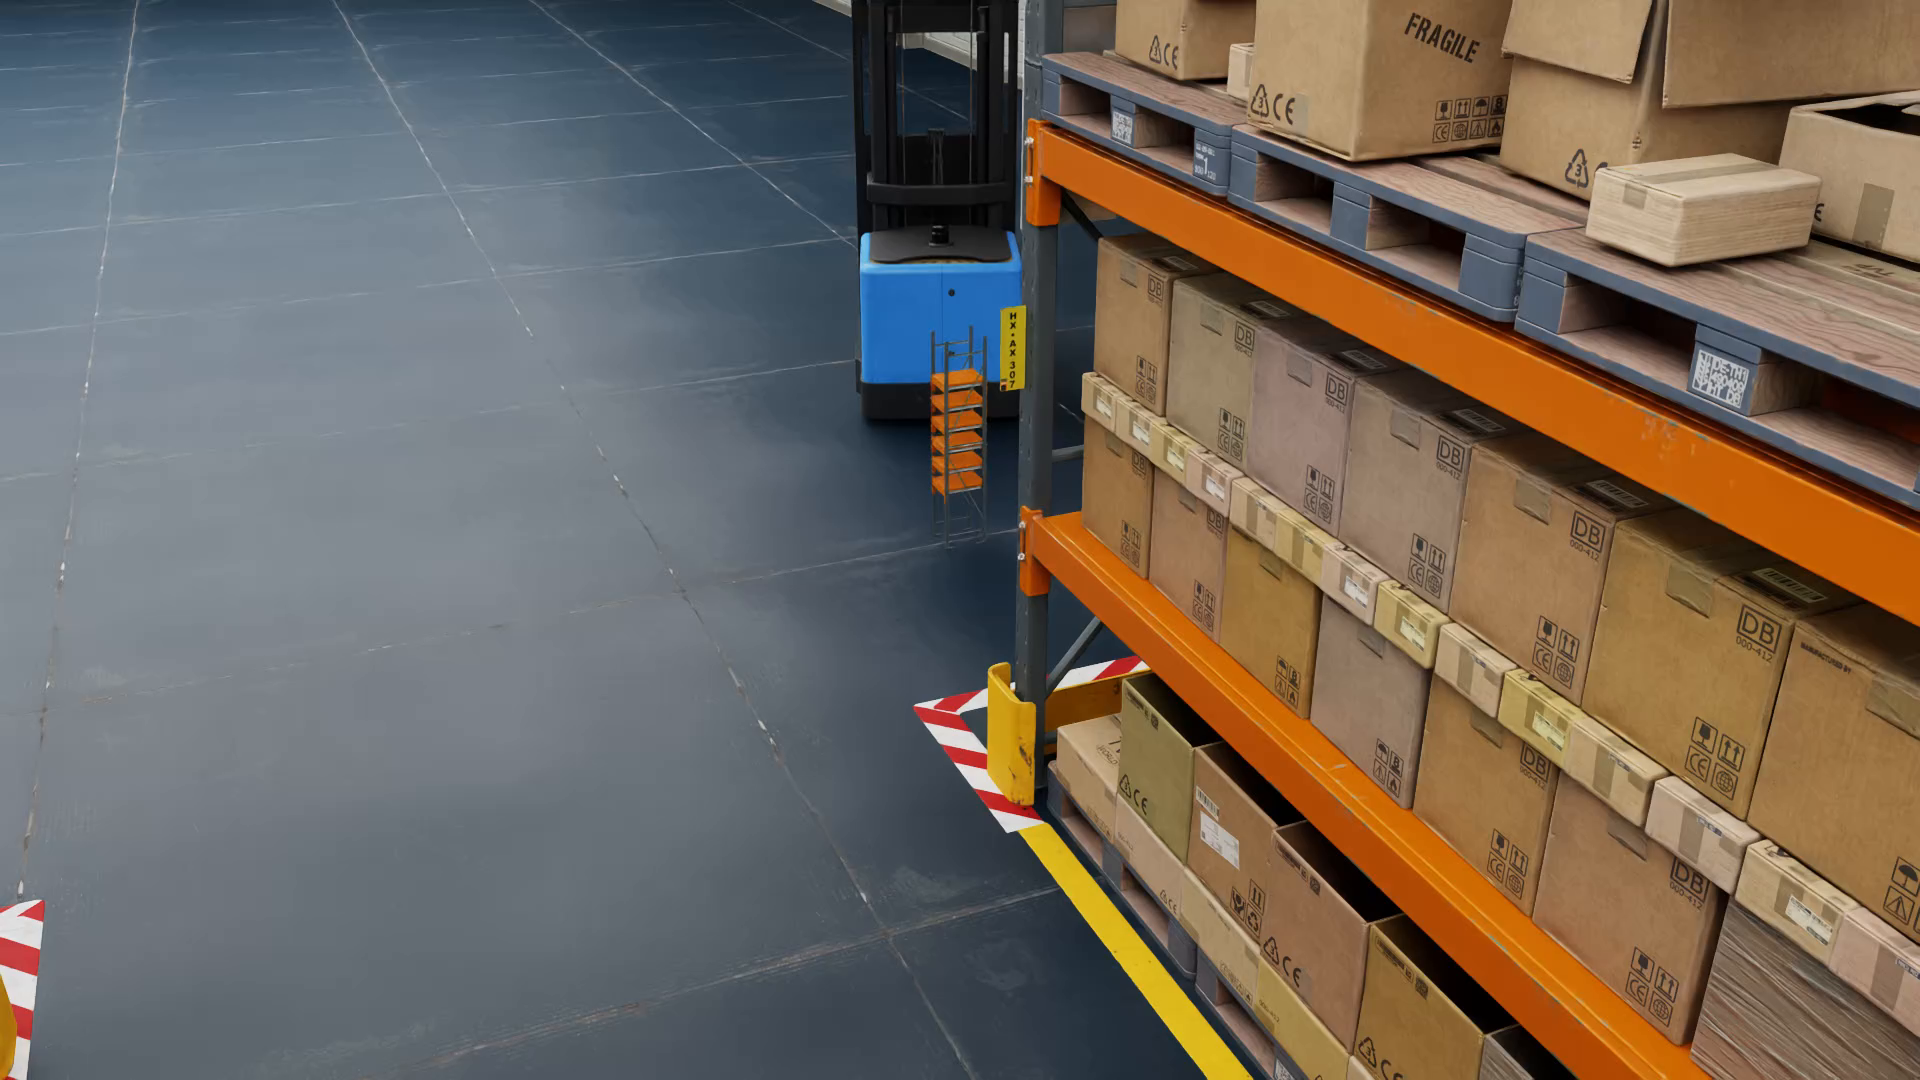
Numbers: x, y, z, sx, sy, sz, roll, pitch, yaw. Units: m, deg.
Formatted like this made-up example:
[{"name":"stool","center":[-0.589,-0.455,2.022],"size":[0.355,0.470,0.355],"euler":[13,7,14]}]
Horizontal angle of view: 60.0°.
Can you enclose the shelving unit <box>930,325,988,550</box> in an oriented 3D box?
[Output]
[{"name":"shelving unit","center":[-0.006,-0.545,8.999],"size":[0.258,1.200,0.189],"euler":[-11,28,-21]}]

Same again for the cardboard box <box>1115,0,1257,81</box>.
[{"name":"cardboard box","center":[0.933,-1.797,5.337],"size":[0.797,0.503,0.637],"euler":[-9,27,-17]}]

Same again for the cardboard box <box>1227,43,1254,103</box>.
[{"name":"cardboard box","center":[1.010,-1.365,4.857],"size":[0.380,0.149,0.250],"euler":[-11,28,-21]}]

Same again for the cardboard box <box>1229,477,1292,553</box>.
[{"name":"cardboard box","center":[1.073,-0.108,5.200],"size":[0.380,0.149,0.250],"euler":[-12,28,-22]}]

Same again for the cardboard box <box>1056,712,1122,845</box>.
[{"name":"cardboard box","center":[0.717,0.918,6.607],"size":[0.500,0.250,0.500],"euler":[-11,28,-21]}]

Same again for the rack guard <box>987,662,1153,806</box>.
[{"name":"rack guard","center":[0.702,0.730,7.186],"size":[1.175,0.500,0.348],"euler":[-11,28,-21]}]

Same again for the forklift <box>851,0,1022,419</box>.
[{"name":"forklift","center":[-0.174,-2.699,11.438],"size":[1.130,2.935,3.031],"euler":[-1,26,-2]}]

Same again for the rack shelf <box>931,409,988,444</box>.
[{"name":"rack shelf","center":[-0.006,-0.613,8.966],"size":[0.258,0.103,0.180],"euler":[-11,28,-21]}]

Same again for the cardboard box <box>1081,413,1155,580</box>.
[{"name":"cardboard box","center":[0.882,-0.238,6.205],"size":[0.700,0.500,0.500],"euler":[-11,28,-21]}]

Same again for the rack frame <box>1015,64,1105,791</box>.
[{"name":"rack frame","center":[0.711,-0.384,6.617],"size":[1.000,3.000,0.127],"euler":[-11,28,-21]}]

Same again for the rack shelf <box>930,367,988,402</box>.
[{"name":"rack shelf","center":[-0.006,-0.829,8.860],"size":[0.258,0.103,0.180],"euler":[-11,28,-21]}]

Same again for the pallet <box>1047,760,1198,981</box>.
[{"name":"pallet","center":[1.049,1.171,6.611],"size":[1.003,0.211,1.213],"euler":[-11,28,-21]}]

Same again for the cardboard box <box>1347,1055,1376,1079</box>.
[{"name":"cardboard box","center":[1.499,1.725,4.953],"size":[0.500,0.250,0.500],"euler":[-11,28,-21]}]

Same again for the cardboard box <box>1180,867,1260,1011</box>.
[{"name":"cardboard box","center":[1.111,1.321,5.781],"size":[0.500,0.250,0.500],"euler":[-11,28,-21]}]

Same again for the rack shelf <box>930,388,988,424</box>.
[{"name":"rack shelf","center":[-0.006,-0.721,8.913],"size":[0.258,0.103,0.180],"euler":[-11,28,-21]}]

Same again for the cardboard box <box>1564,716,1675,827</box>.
[{"name":"cardboard box","center":[1.671,0.510,3.933],"size":[0.380,0.149,0.250],"euler":[-11,28,-21]}]

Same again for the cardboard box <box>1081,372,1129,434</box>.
[{"name":"cardboard box","center":[0.667,-0.525,6.053],"size":[0.380,0.149,0.250],"euler":[-11,28,-21]}]

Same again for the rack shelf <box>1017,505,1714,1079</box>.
[{"name":"rack shelf","center":[1.495,0.747,5.121],"size":[1.077,0.370,4.000],"euler":[-11,28,-21]}]

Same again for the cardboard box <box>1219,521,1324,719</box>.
[{"name":"cardboard box","center":[1.282,0.175,5.360],"size":[0.700,0.500,0.500],"euler":[-10,28,-20]}]

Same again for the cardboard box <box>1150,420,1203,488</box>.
[{"name":"cardboard box","center":[0.869,-0.318,5.629],"size":[0.380,0.149,0.250],"euler":[-10,28,-20]}]

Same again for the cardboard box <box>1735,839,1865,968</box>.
[{"name":"cardboard box","center":[1.879,0.721,3.500],"size":[0.380,0.149,0.250],"euler":[-11,28,-22]}]

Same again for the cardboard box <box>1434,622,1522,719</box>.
[{"name":"cardboard box","center":[1.478,0.309,4.346],"size":[0.380,0.149,0.250],"euler":[-10,28,-19]}]

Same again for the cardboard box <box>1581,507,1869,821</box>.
[{"name":"cardboard box","center":[1.899,0.221,3.785],"size":[0.700,0.500,0.500],"euler":[-11,28,-21]}]

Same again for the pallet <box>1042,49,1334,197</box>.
[{"name":"pallet","center":[0.964,-1.402,5.385],"size":[1.003,0.211,1.213],"euler":[-11,28,-21]}]

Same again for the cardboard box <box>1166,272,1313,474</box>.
[{"name":"cardboard box","center":[1.114,-0.588,5.444],"size":[0.700,0.500,0.500],"euler":[-11,28,-22]}]

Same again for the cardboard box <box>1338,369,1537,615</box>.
[{"name":"cardboard box","center":[1.509,-0.183,4.613],"size":[0.700,0.500,0.500],"euler":[-11,28,-21]}]

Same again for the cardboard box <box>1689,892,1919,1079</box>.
[{"name":"cardboard box","center":[2.098,1.008,3.653],"size":[0.700,0.500,0.500],"euler":[-11,28,-22]}]

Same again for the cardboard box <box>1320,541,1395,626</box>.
[{"name":"cardboard box","center":[1.268,0.096,4.782],"size":[0.380,0.149,0.250],"euler":[-10,28,-20]}]

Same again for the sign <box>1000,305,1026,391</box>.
[{"name":"sign","center":[0.198,-0.715,6.220],"size":[0.100,0.325,0.005],"euler":[-11,28,-21]}]

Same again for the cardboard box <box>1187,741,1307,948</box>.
[{"name":"cardboard box","center":[1.122,0.982,5.621],"size":[0.500,0.500,0.500],"euler":[-11,28,-21]}]

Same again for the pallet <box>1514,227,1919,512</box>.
[{"name":"pallet","center":[1.920,-0.417,3.367],"size":[1.003,0.211,1.213],"euler":[-11,28,-21]}]

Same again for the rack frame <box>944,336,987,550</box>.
[{"name":"rack frame","center":[0.030,-0.508,8.923],"size":[0.240,1.200,0.006],"euler":[-11,28,-21]}]

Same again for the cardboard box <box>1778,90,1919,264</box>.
[{"name":"cardboard box","center":[2.112,-0.795,3.504],"size":[0.500,0.311,0.500],"euler":[-12,29,-23]}]

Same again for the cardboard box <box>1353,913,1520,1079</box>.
[{"name":"cardboard box","center":[1.511,1.386,4.793],"size":[0.500,0.500,0.500],"euler":[-11,28,-21]}]

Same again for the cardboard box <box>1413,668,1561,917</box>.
[{"name":"cardboard box","center":[1.693,0.593,4.503],"size":[0.700,0.500,0.500],"euler":[-10,28,-20]}]
